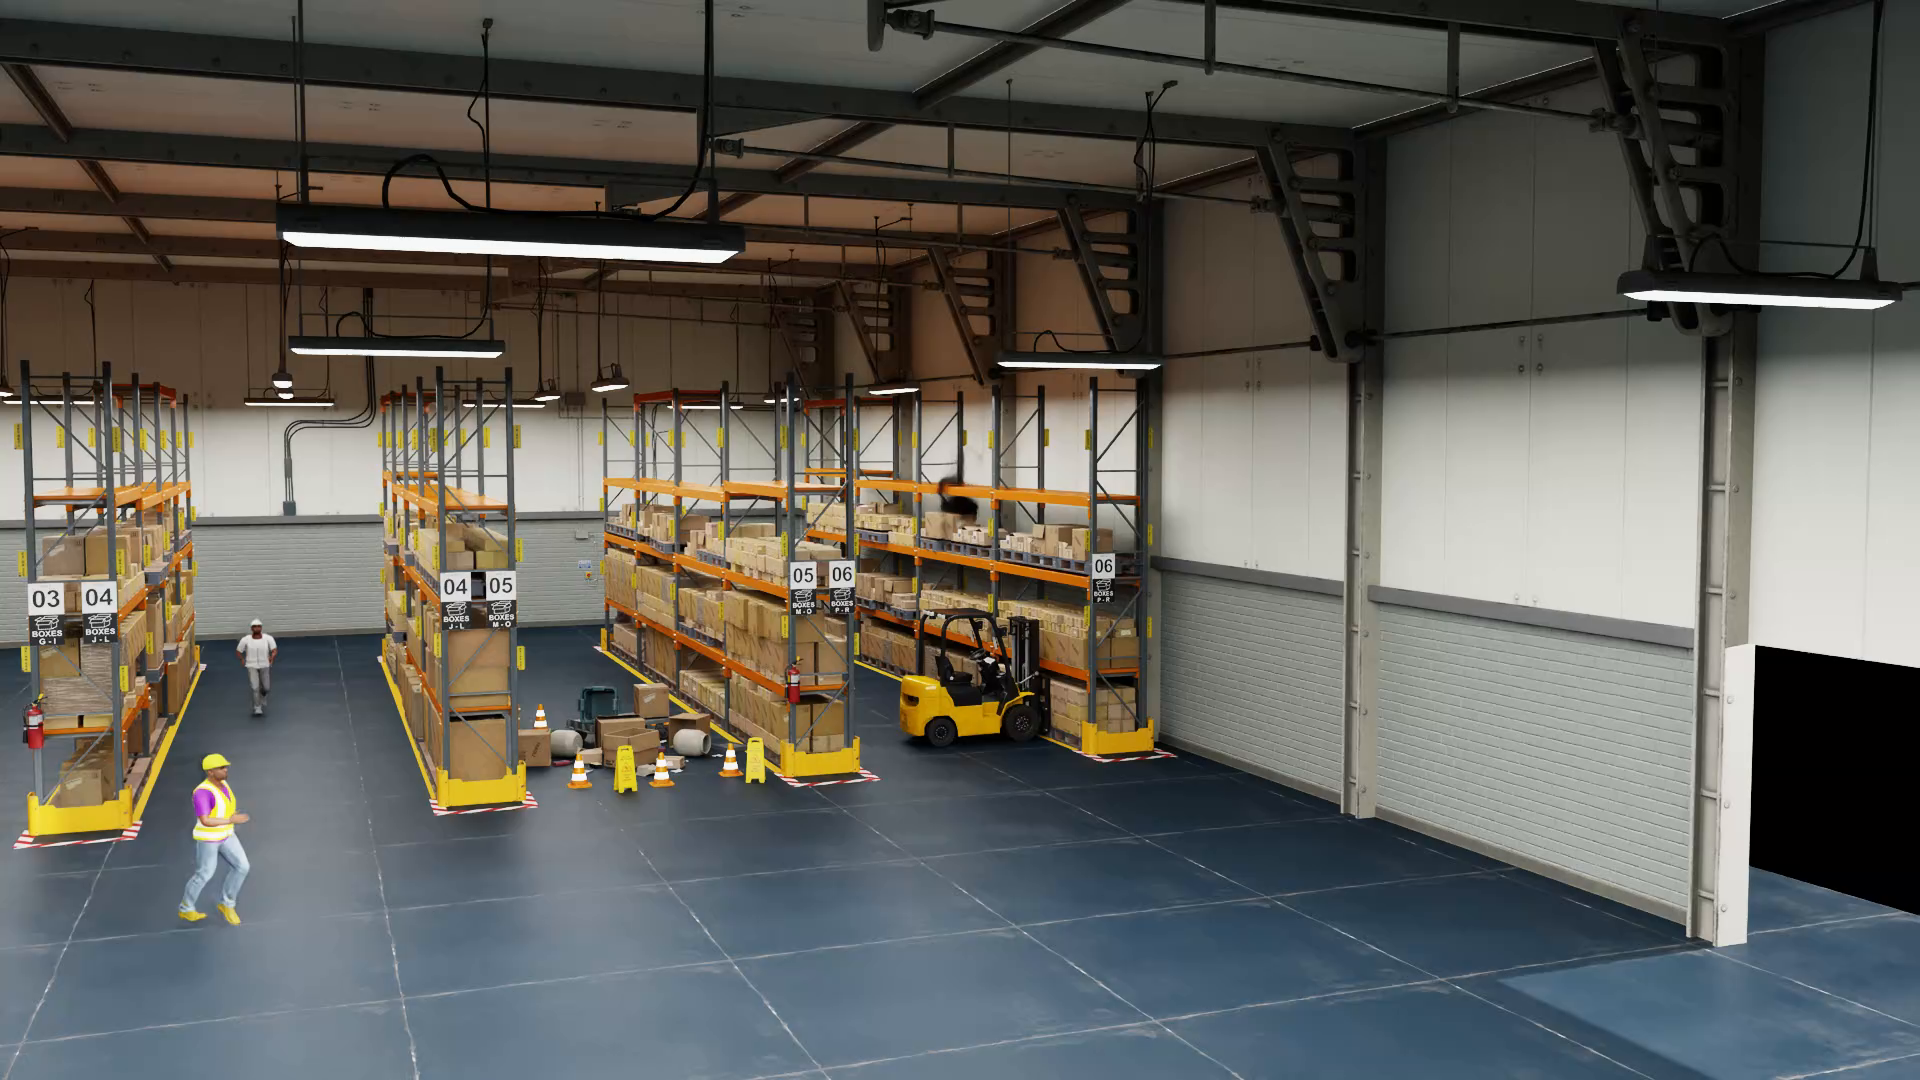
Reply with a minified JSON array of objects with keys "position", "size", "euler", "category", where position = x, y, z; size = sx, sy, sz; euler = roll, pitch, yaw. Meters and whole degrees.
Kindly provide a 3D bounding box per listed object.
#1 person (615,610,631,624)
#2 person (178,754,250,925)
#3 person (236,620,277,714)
[{"position":[-8.304,1.715,41.097],"size":[1.103,1.617,0.761],"euler":[1,4,17],"category":"person"},{"position":[-7.654,3.096,17.122],"size":[0.823,1.808,0.668],"euler":[1,3,8],"category":"person"},{"position":[-12.866,2.312,30.439],"size":[0.699,1.719,0.625],"euler":[-2,4,-28],"category":"person"}]
